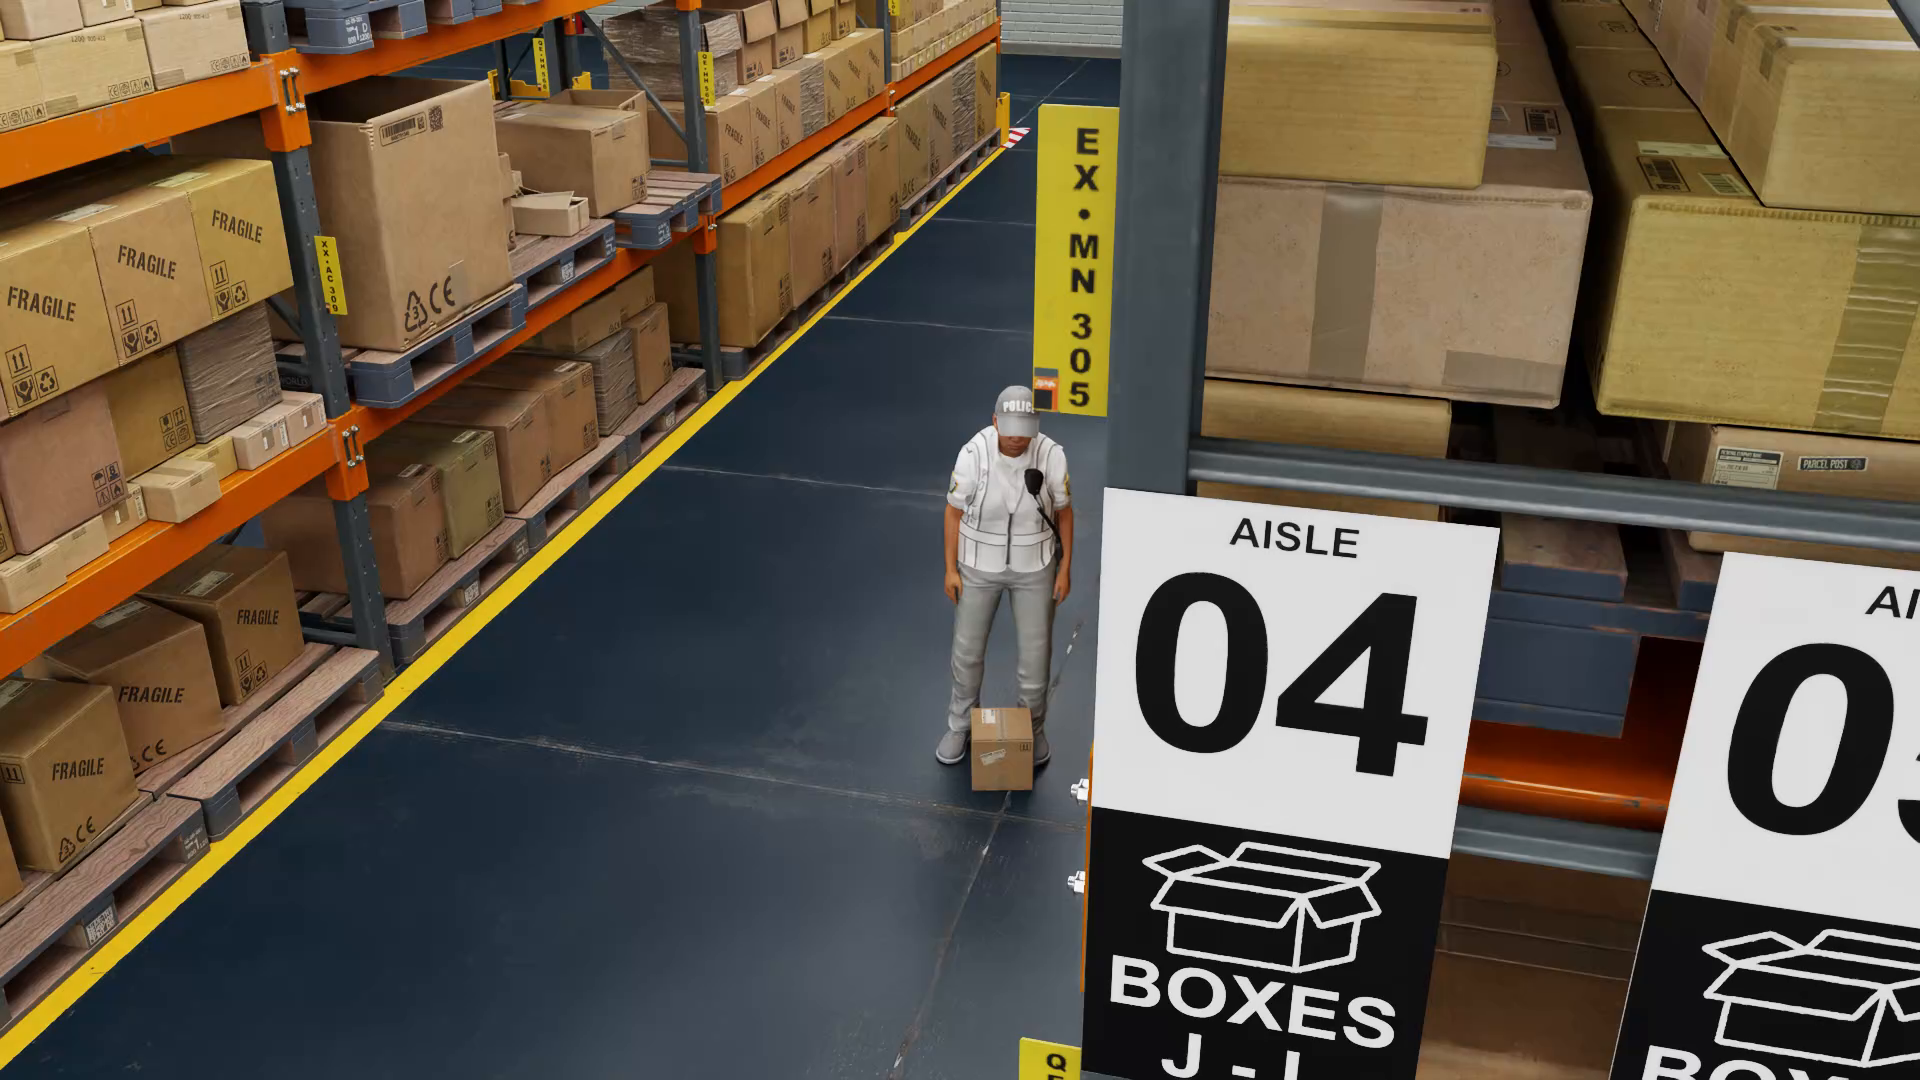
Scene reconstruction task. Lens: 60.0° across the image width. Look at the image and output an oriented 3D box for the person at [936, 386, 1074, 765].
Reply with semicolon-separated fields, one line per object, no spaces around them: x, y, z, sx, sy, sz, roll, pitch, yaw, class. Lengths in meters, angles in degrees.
0.181;0.137;6.815;0.563;1.665;0.471;0;25;0;person
